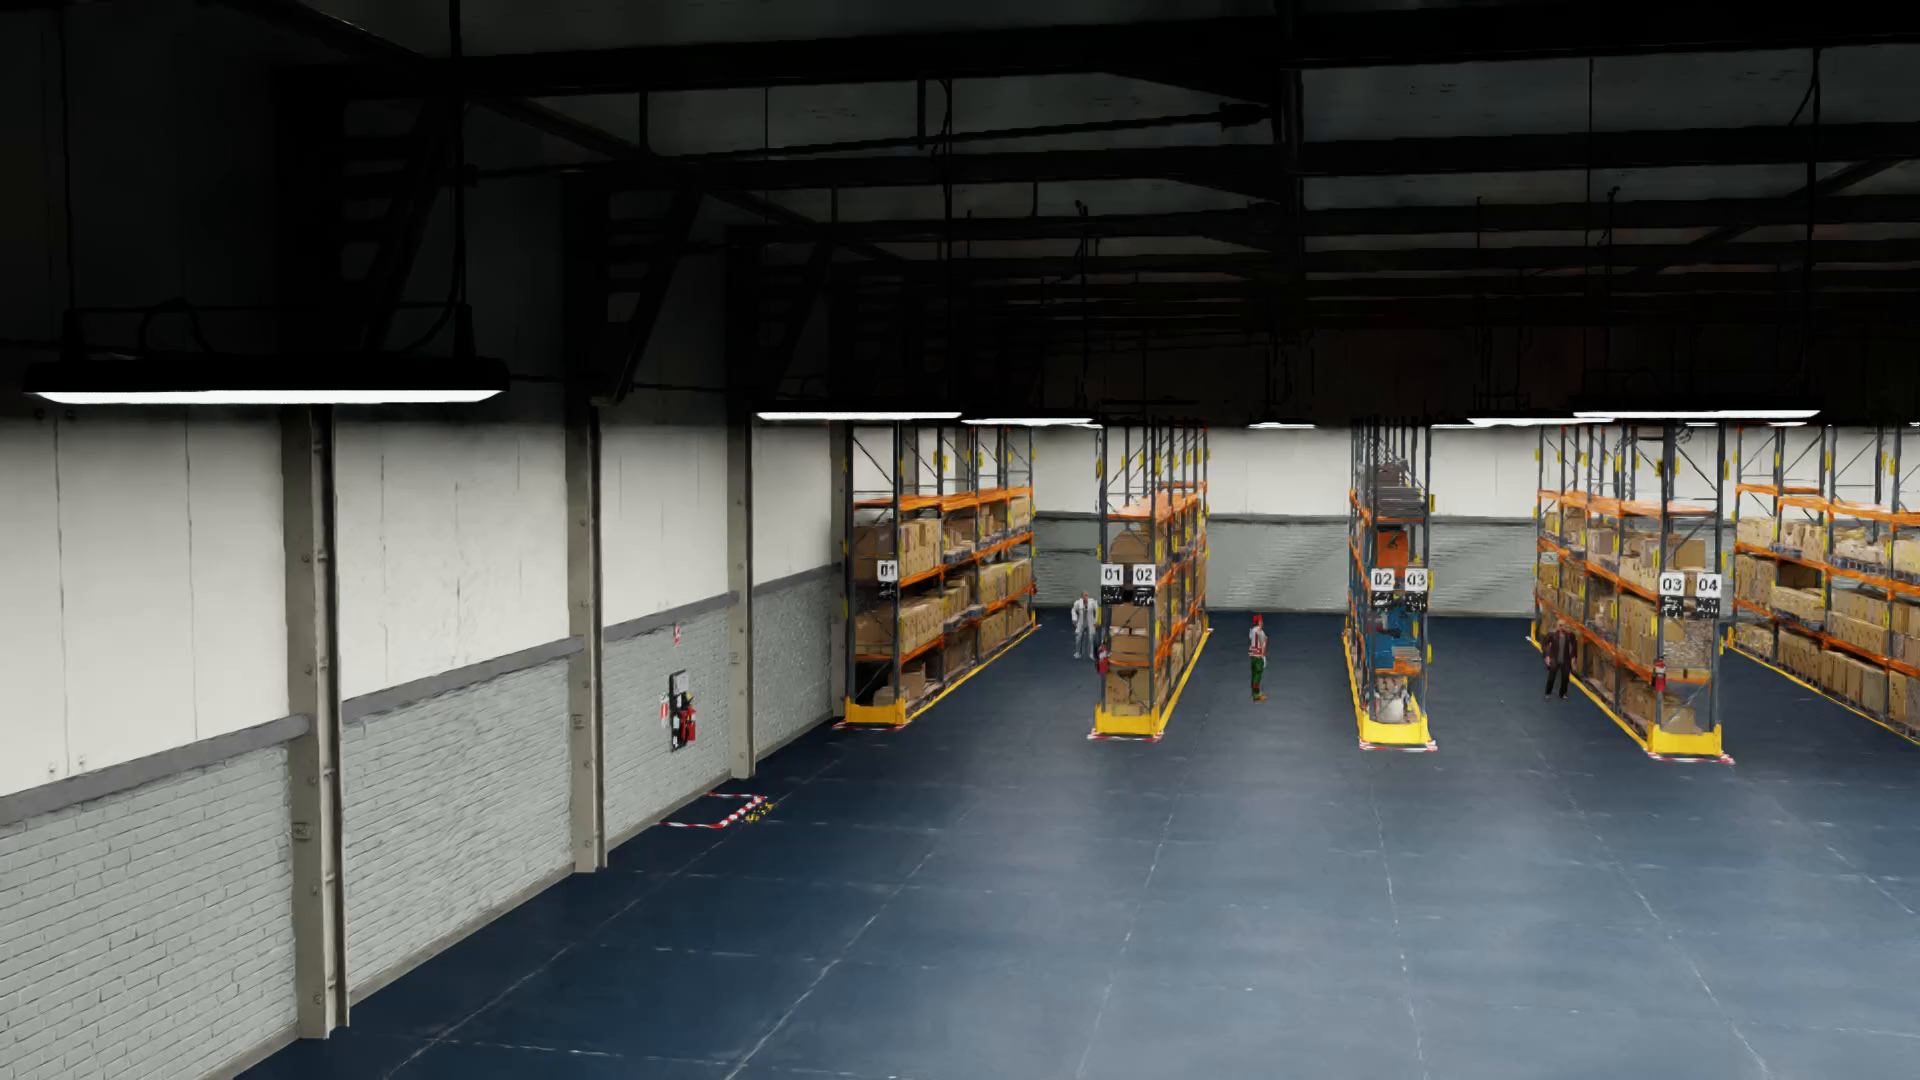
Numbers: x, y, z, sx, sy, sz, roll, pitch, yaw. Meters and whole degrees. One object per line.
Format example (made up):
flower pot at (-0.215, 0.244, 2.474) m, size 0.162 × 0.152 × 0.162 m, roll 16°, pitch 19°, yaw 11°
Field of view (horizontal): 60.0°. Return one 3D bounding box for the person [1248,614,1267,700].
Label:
person at (6.353, 2.468, 35.232) m, size 0.450 × 1.782 × 0.601 m, roll -1°, pitch 4°, yaw -16°

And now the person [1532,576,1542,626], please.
person at (16.873, 1.614, 48.153) m, size 0.486 × 1.774 × 0.632 m, roll -2°, pitch 4°, yaw -26°

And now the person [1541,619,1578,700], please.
person at (12.650, 2.523, 35.115) m, size 0.729 × 1.734 × 0.546 m, roll 1°, pitch 4°, yaw 11°

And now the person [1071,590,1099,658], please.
person at (3.141, 2.097, 41.535) m, size 0.729 × 1.733 × 0.544 m, roll 1°, pitch 4°, yaw 11°
